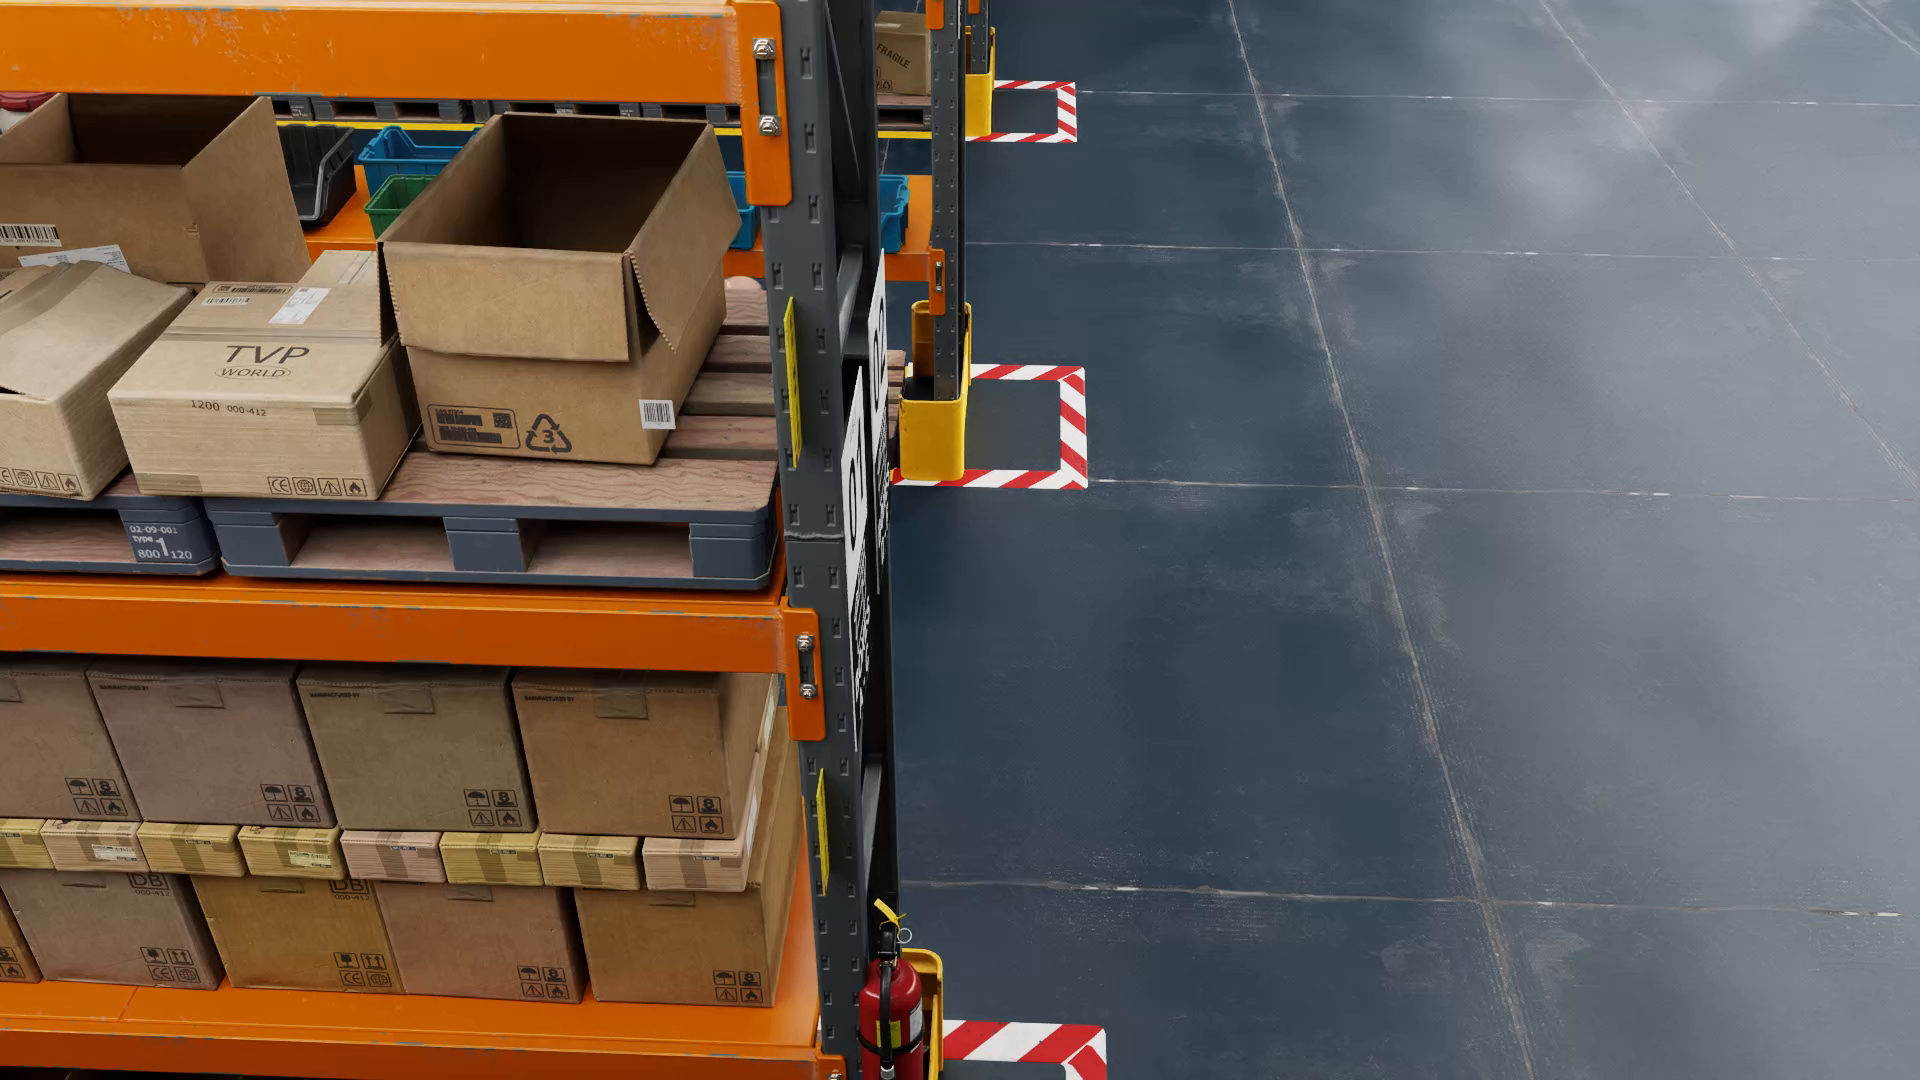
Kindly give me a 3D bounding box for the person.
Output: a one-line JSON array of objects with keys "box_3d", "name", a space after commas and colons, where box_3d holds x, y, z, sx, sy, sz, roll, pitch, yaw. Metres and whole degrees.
[{"box_3d": [-1.114, -0.401, 7.693, 0.574, 1.773, 0.628, -16, 38, -22], "name": "person"}]
